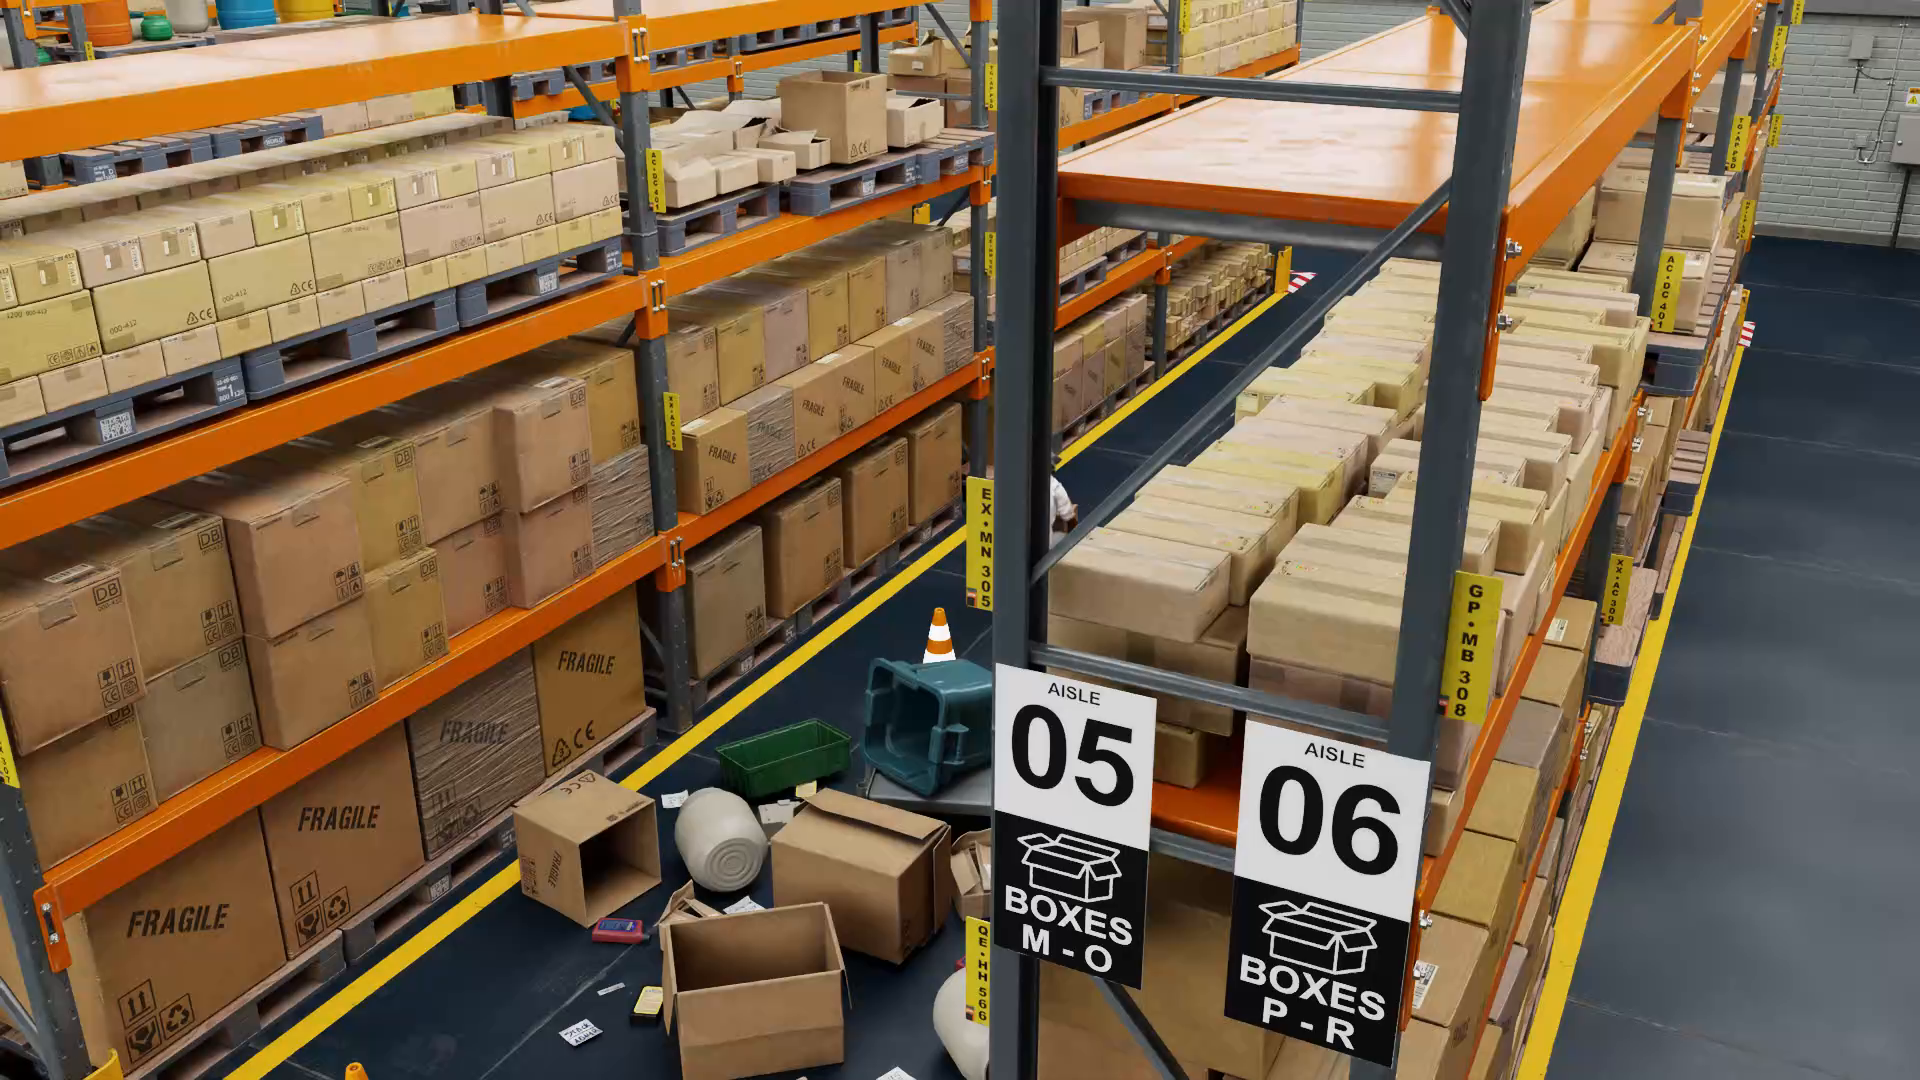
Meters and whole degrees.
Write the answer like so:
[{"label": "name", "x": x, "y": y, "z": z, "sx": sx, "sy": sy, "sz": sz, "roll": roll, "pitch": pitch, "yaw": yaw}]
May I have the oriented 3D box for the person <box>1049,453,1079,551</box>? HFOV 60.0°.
[{"label": "person", "x": 0.541, "y": -0.133, "z": 11.847, "sx": 0.514, "sy": 0.949, "sz": 0.837, "roll": 11, "pitch": 25, "yaw": 24}]
